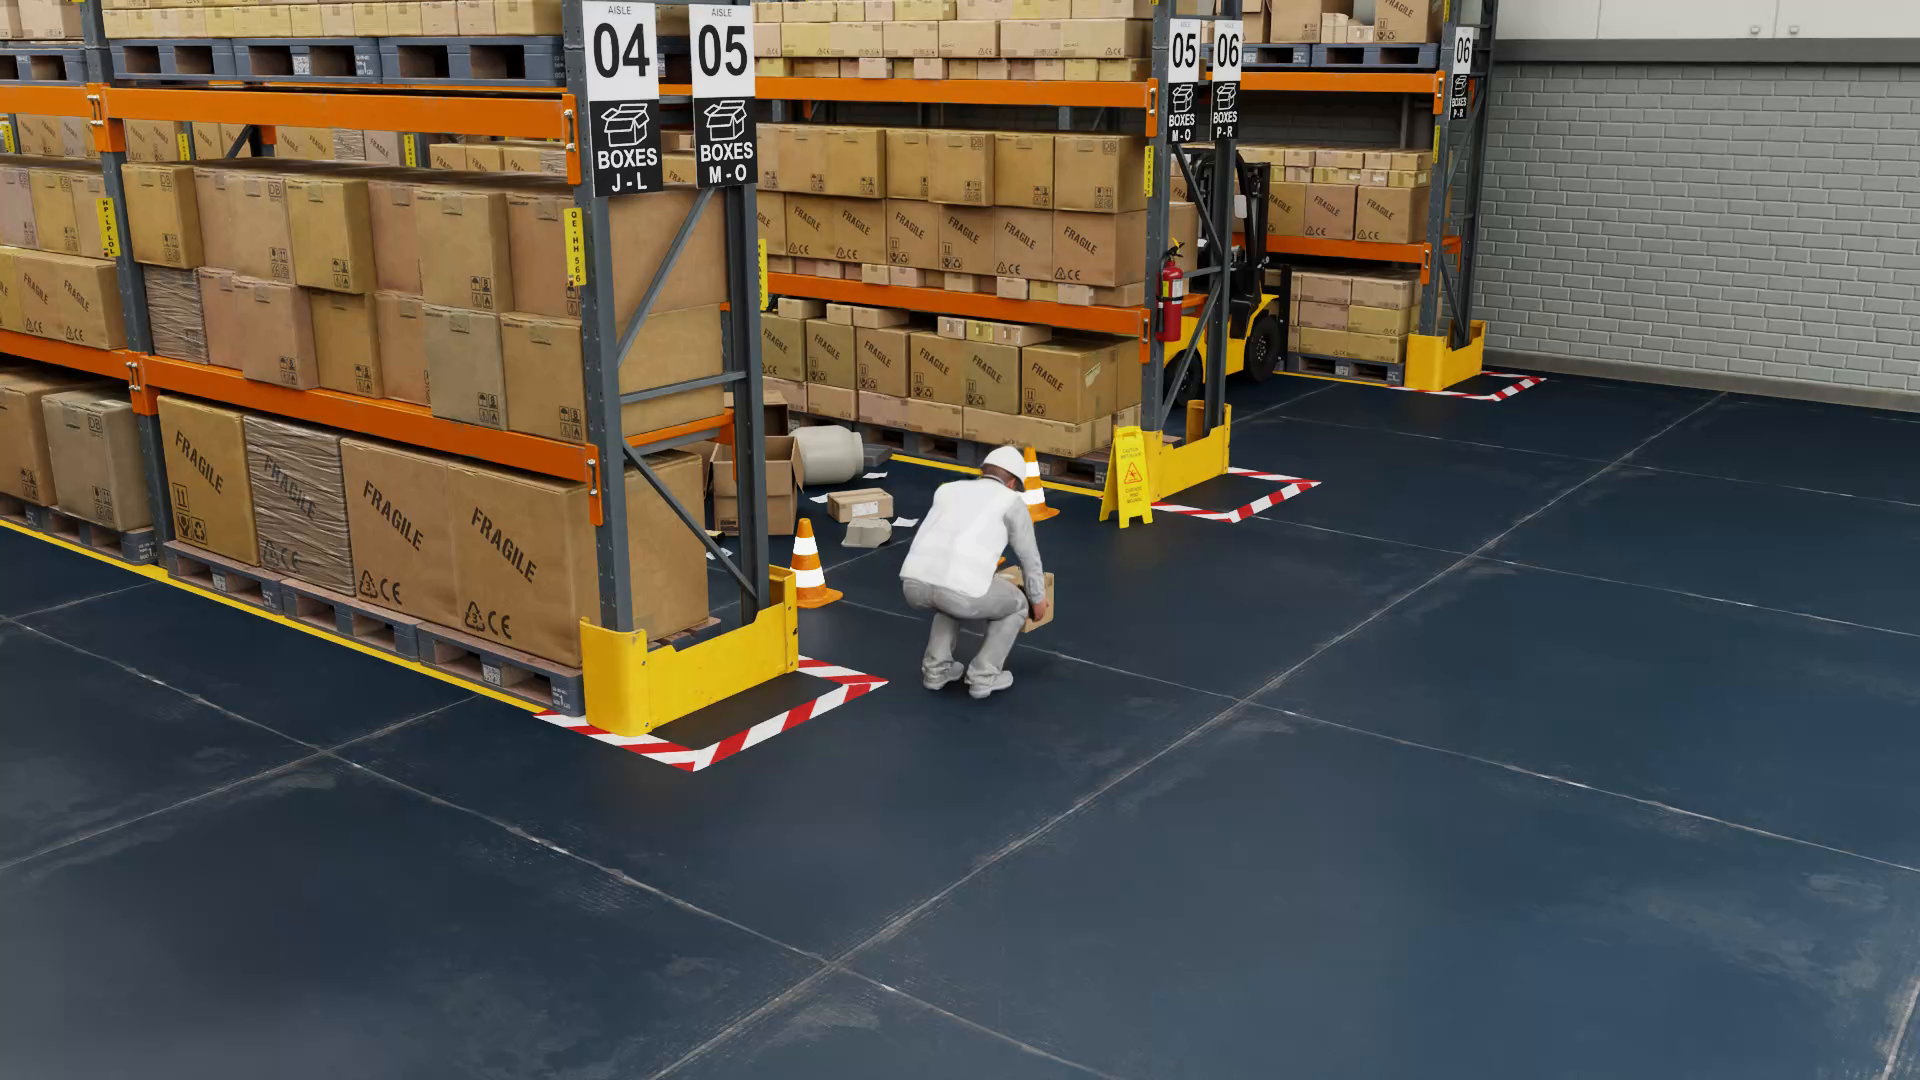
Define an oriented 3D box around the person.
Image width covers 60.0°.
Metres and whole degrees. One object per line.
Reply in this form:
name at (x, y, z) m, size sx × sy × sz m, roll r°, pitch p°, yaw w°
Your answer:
person at (0.052, 0.153, 8.124) m, size 0.556 × 1.125 × 0.866 m, roll 12°, pitch 20°, yaw 35°
